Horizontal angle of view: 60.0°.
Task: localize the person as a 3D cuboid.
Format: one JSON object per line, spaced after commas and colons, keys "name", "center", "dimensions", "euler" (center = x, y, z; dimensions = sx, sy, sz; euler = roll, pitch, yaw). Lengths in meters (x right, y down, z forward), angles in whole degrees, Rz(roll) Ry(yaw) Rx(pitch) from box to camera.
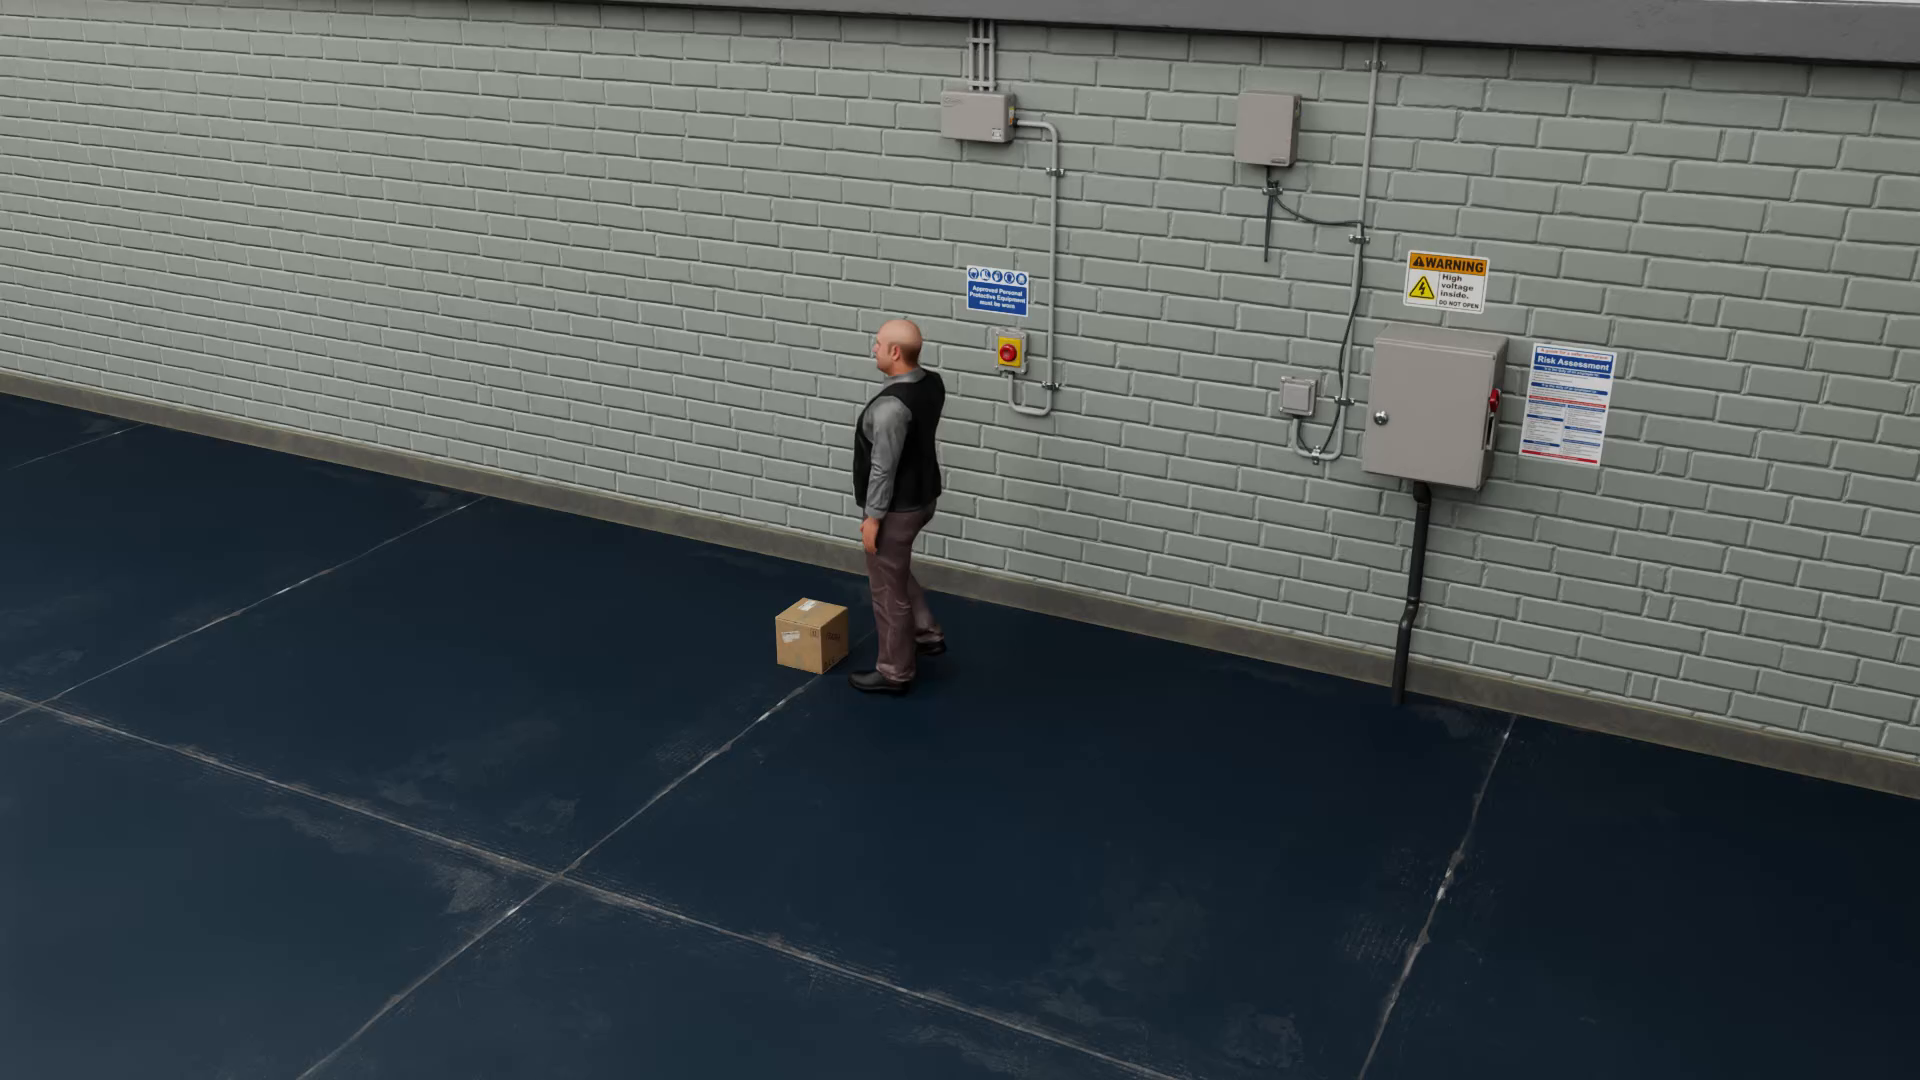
{"name": "person", "center": [-0.289, -0.147, 7.441], "dimensions": [0.430, 1.728, 0.558], "euler": [9, 24, 20]}
